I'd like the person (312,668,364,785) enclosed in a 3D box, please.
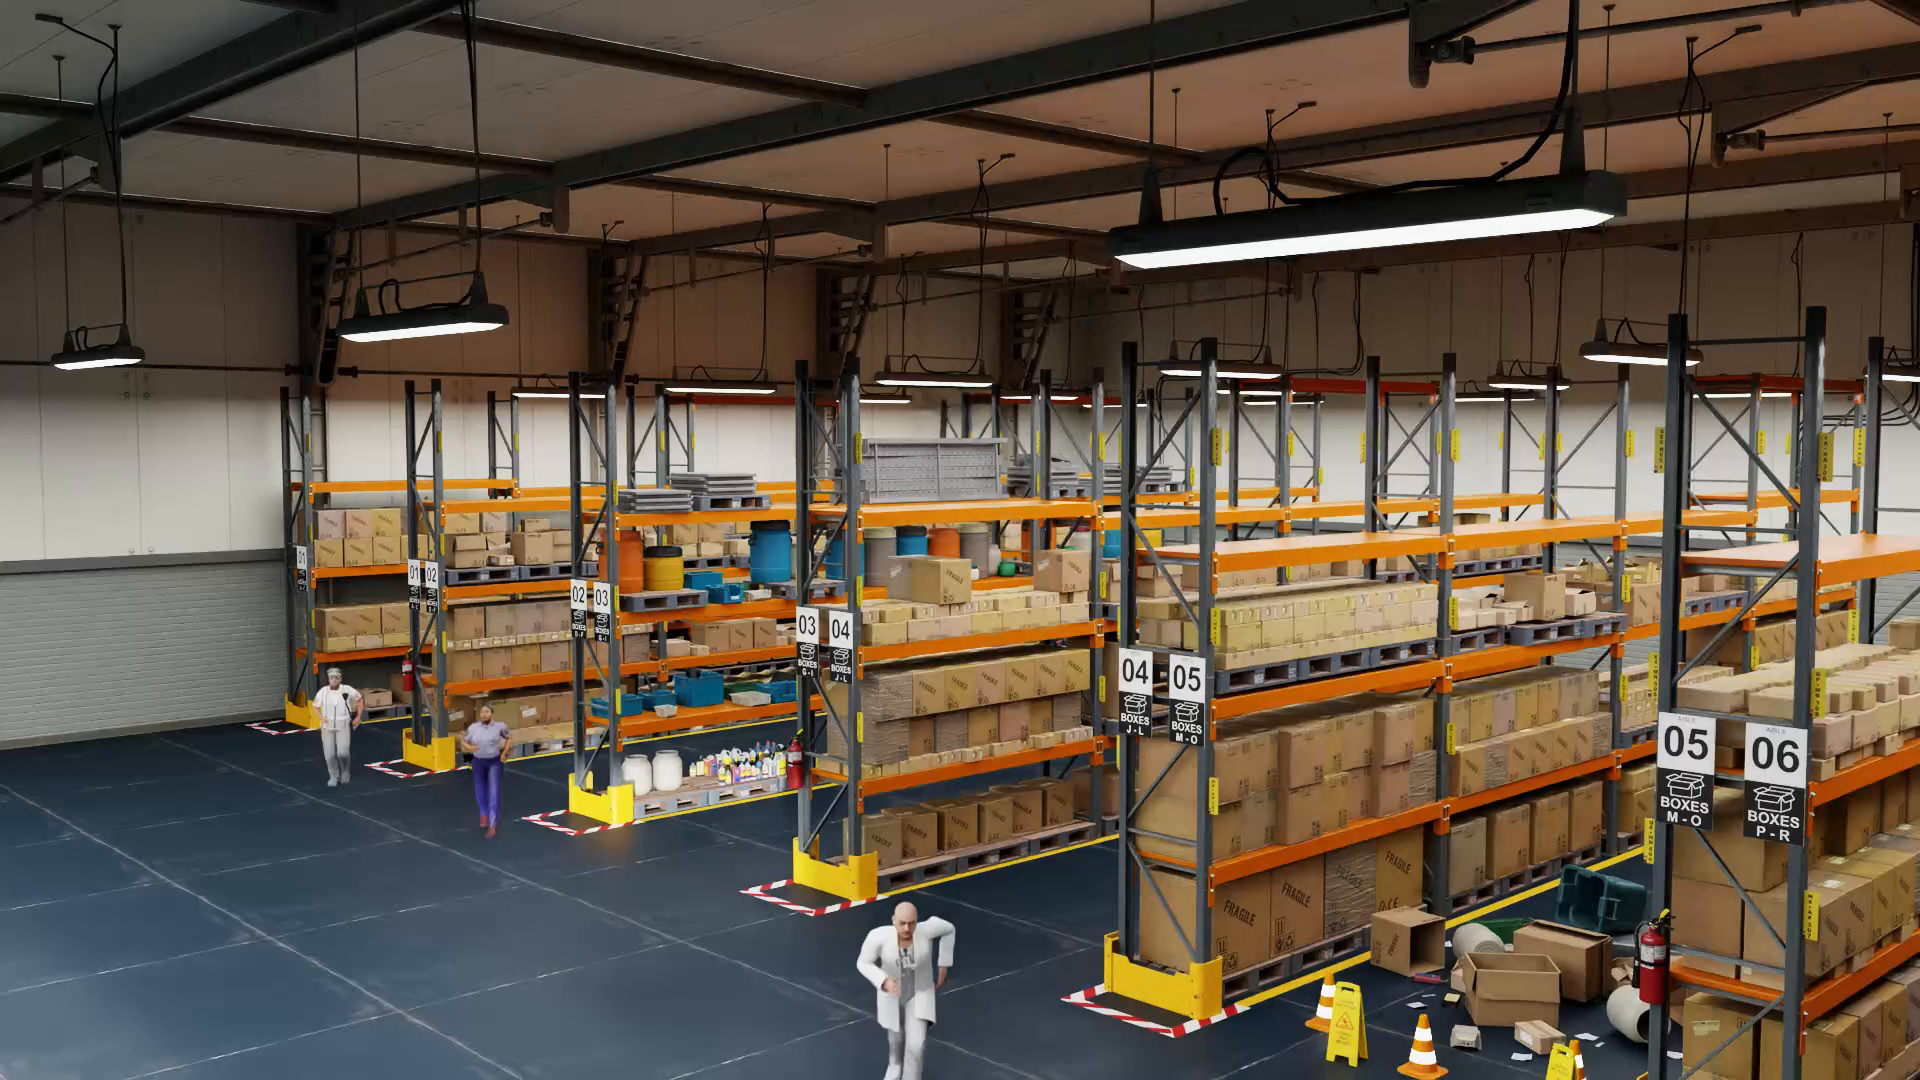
[{"bbox_3d":[-9.127,2.738,24.340,0.664,1.753,0.632,-1,4,-15],"label":"person"}]

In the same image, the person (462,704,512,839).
[{"bbox_3d":[-6.136,2.955,21.537,0.615,1.675,0.835,0,4,-5],"label":"person"}]

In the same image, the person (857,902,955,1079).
[{"bbox_3d":[-0.418,3.532,12.757,0.755,1.745,1.060,0,4,-5],"label":"person"}]
